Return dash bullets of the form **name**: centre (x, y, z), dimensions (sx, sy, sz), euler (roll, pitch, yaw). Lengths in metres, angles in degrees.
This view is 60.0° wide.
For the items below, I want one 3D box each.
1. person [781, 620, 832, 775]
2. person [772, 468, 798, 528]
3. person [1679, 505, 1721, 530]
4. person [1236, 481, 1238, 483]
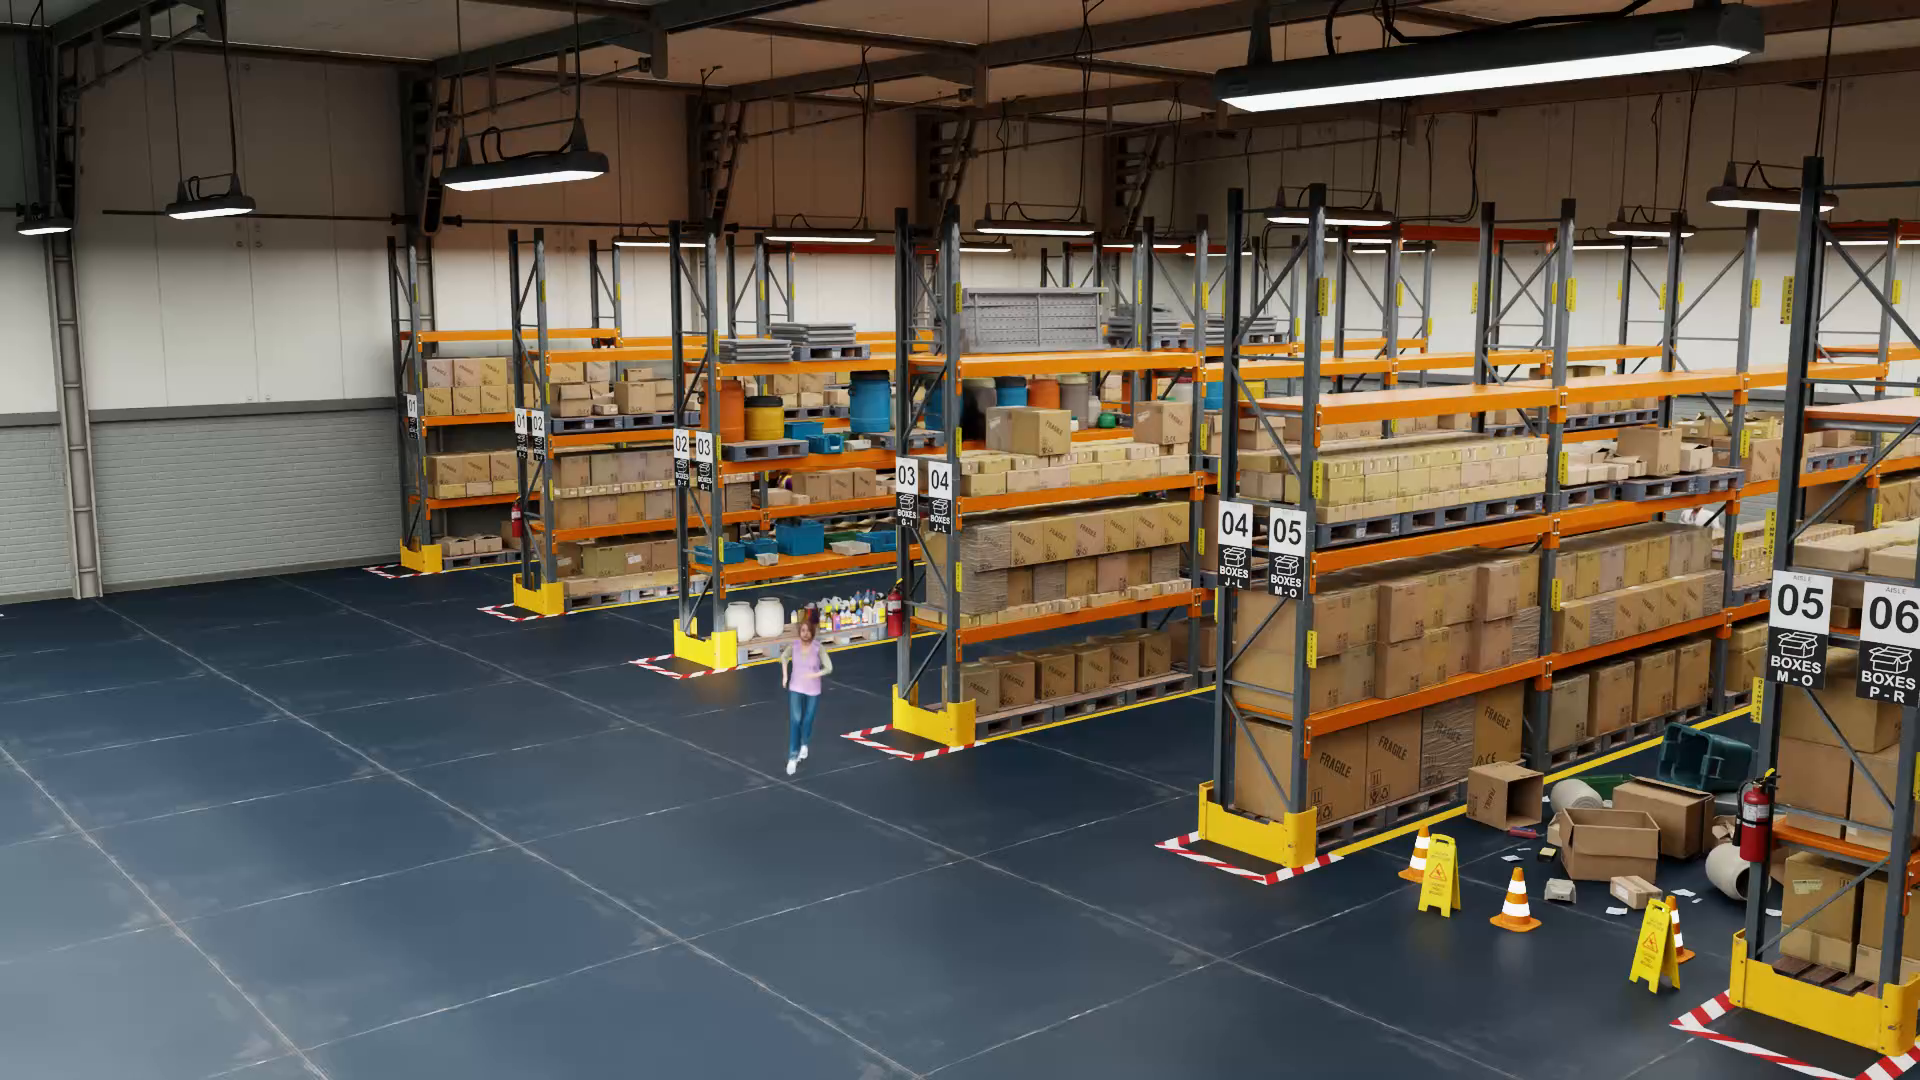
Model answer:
- **person**: centre (-1.644, 1.651, 17.889), dimensions (0.543, 1.638, 0.658), euler (-1, 9, -6)
- **person**: centre (-3.344, -0.620, 32.146), dimensions (0.755, 1.828, 0.660), euler (-8, 12, -42)
- **person**: centre (11.967, 0.177, 27.001), dimensions (0.794, 1.849, 0.761), euler (-9, 12, -44)
- **person**: centre (5.585, -0.883, 34.249), dimensions (0.534, 1.710, 0.815), euler (6, 11, 36)
